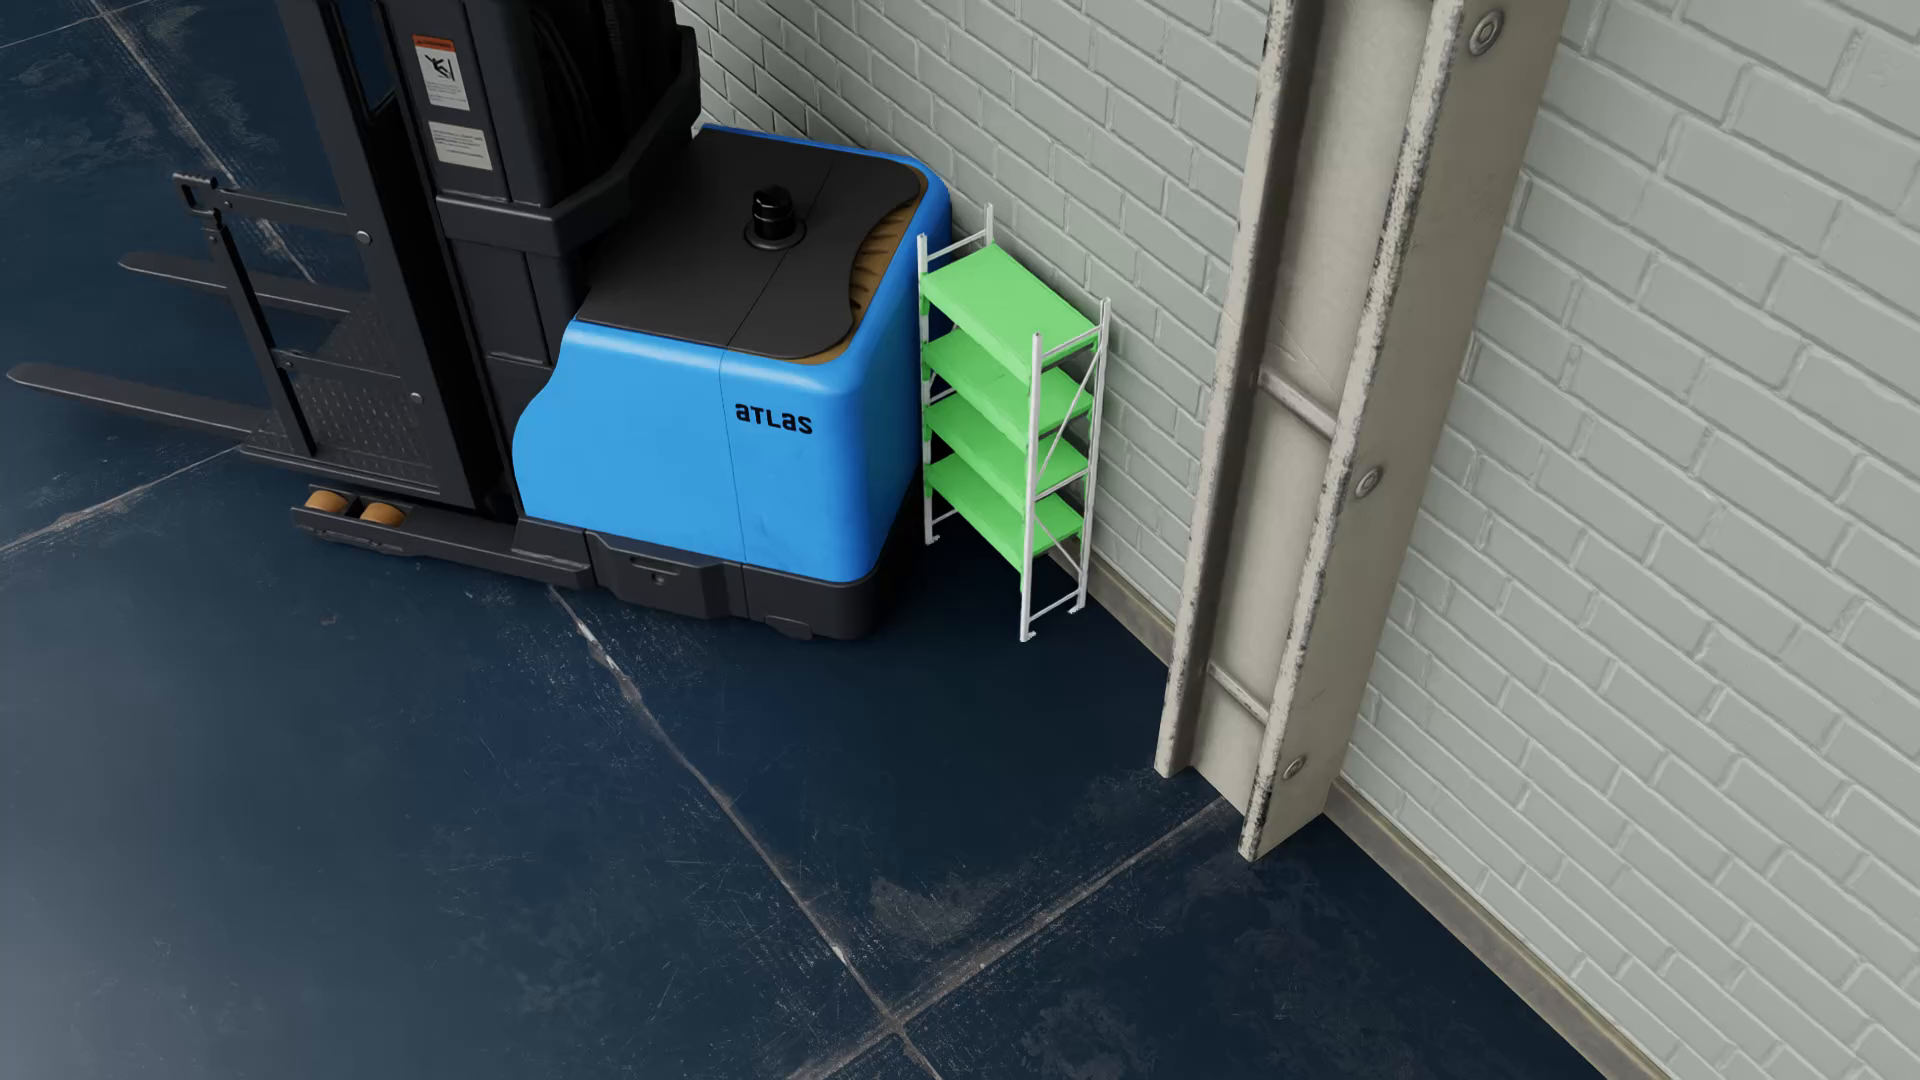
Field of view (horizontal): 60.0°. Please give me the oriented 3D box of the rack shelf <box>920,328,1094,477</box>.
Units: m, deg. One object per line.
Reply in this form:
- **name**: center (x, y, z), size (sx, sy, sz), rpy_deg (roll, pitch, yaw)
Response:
- **rack shelf**: center (0.134, -0.415, 4.579), size (0.258, 0.148, 0.480), rpy_deg (-29, 54, -24)

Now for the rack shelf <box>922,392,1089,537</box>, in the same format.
- **rack shelf**: center (0.134, -0.254, 4.757), size (0.258, 0.148, 0.480), rpy_deg (-29, 54, -24)

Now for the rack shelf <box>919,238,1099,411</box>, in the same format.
- **rack shelf**: center (0.134, -0.576, 4.401), size (0.258, 0.148, 0.480), rpy_deg (-29, 54, -24)

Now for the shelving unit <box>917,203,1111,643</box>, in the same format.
- **shelving unit**: center (0.134, -0.297, 4.709), size (0.258, 1.200, 0.503), rpy_deg (-29, 54, -24)

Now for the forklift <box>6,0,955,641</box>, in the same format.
- **forklift**: center (-1.575, -1.304, 4.454), size (3.031, 2.935, 1.130), rpy_deg (12, 49, 11)

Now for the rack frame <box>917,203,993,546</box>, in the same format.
- **rack frame**: center (-0.011, -0.442, 4.841), size (0.240, 1.200, 0.015), rpy_deg (-29, 54, -24)

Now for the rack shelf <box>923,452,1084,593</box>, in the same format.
- **rack shelf**: center (0.134, -0.093, 4.934), size (0.258, 0.148, 0.480), rpy_deg (-29, 54, -24)

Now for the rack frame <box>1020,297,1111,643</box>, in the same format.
- **rack frame**: center (0.280, -0.152, 4.578), size (0.240, 1.200, 0.015), rpy_deg (-29, 54, -24)
